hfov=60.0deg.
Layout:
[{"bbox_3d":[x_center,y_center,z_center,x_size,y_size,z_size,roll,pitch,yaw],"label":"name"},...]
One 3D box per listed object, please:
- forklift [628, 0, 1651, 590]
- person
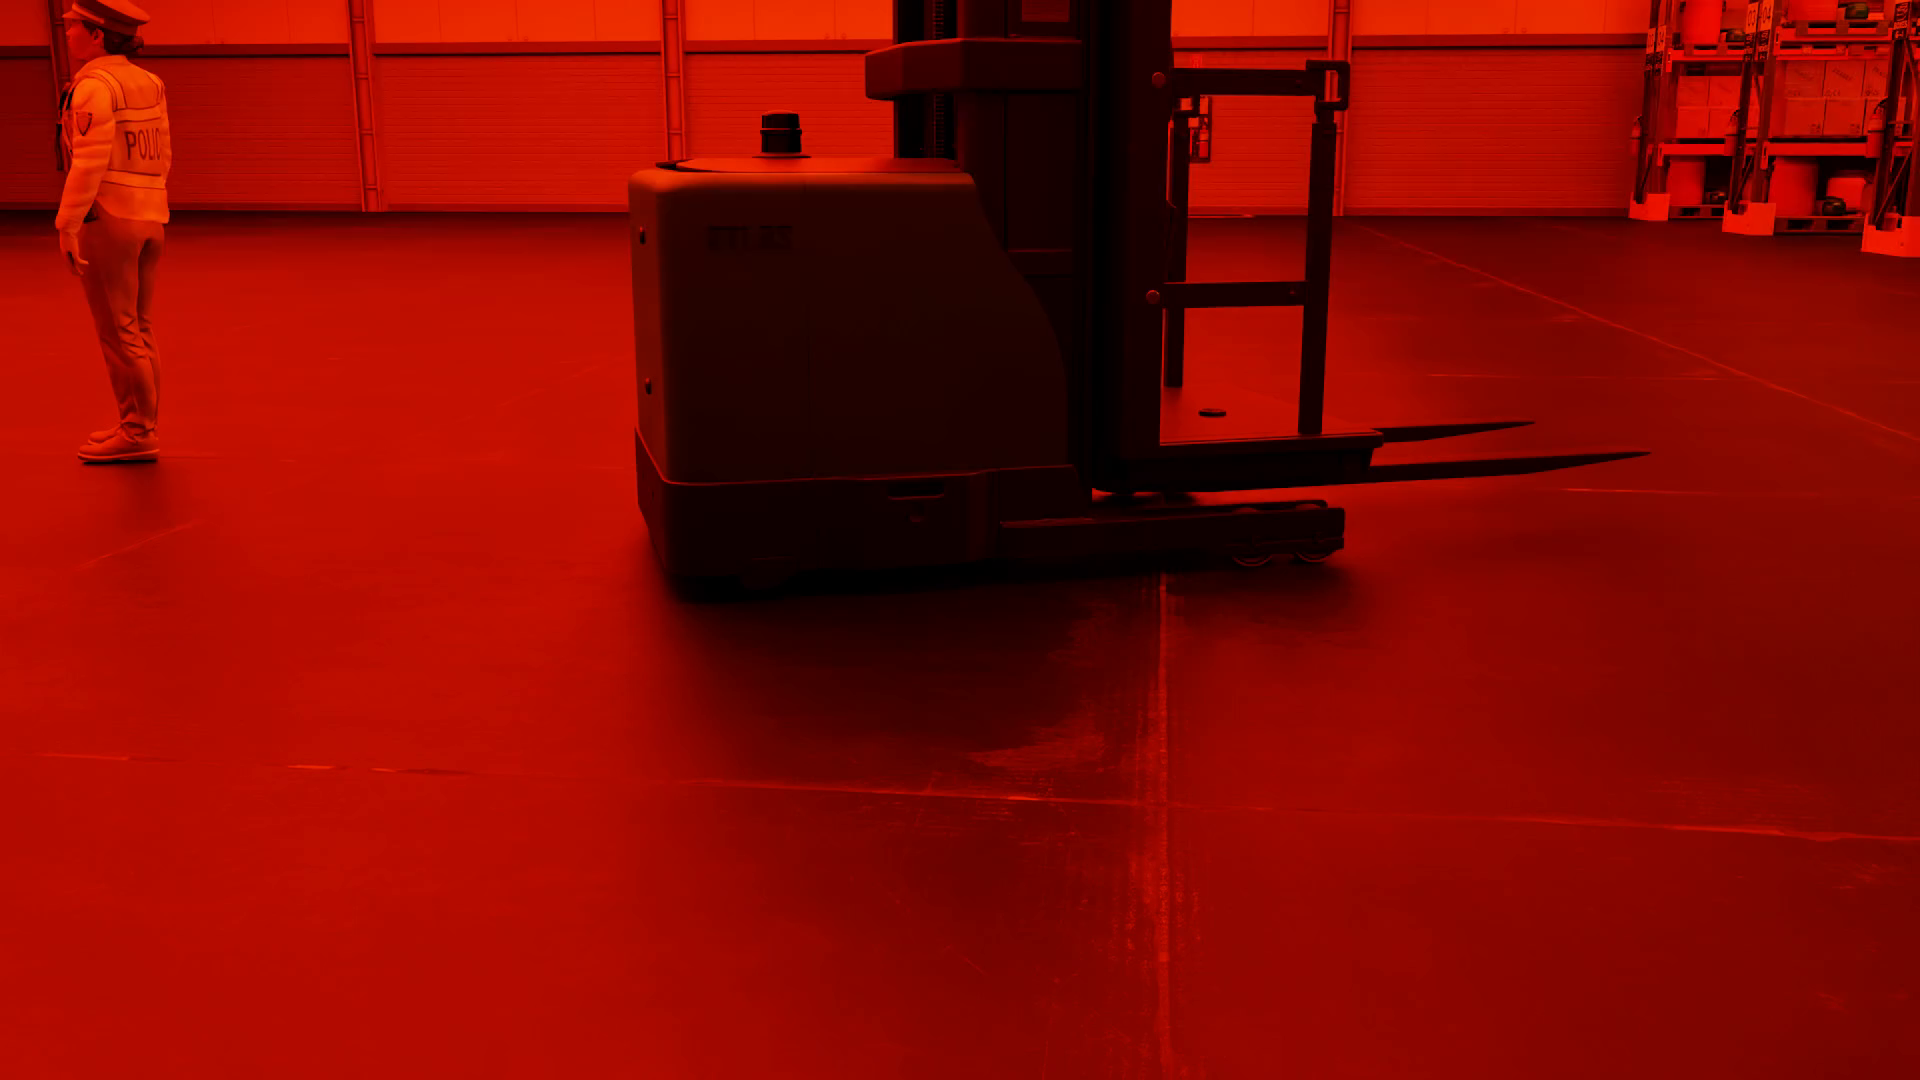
[{"bbox_3d":[0.587,-1.464,4.770,3.031,2.935,1.130,-4,14,-15],"label":"forklift"},{"bbox_3d":[-3.119,-1.131,6.030,0.534,1.697,0.588,0,13,2],"label":"person"}]
